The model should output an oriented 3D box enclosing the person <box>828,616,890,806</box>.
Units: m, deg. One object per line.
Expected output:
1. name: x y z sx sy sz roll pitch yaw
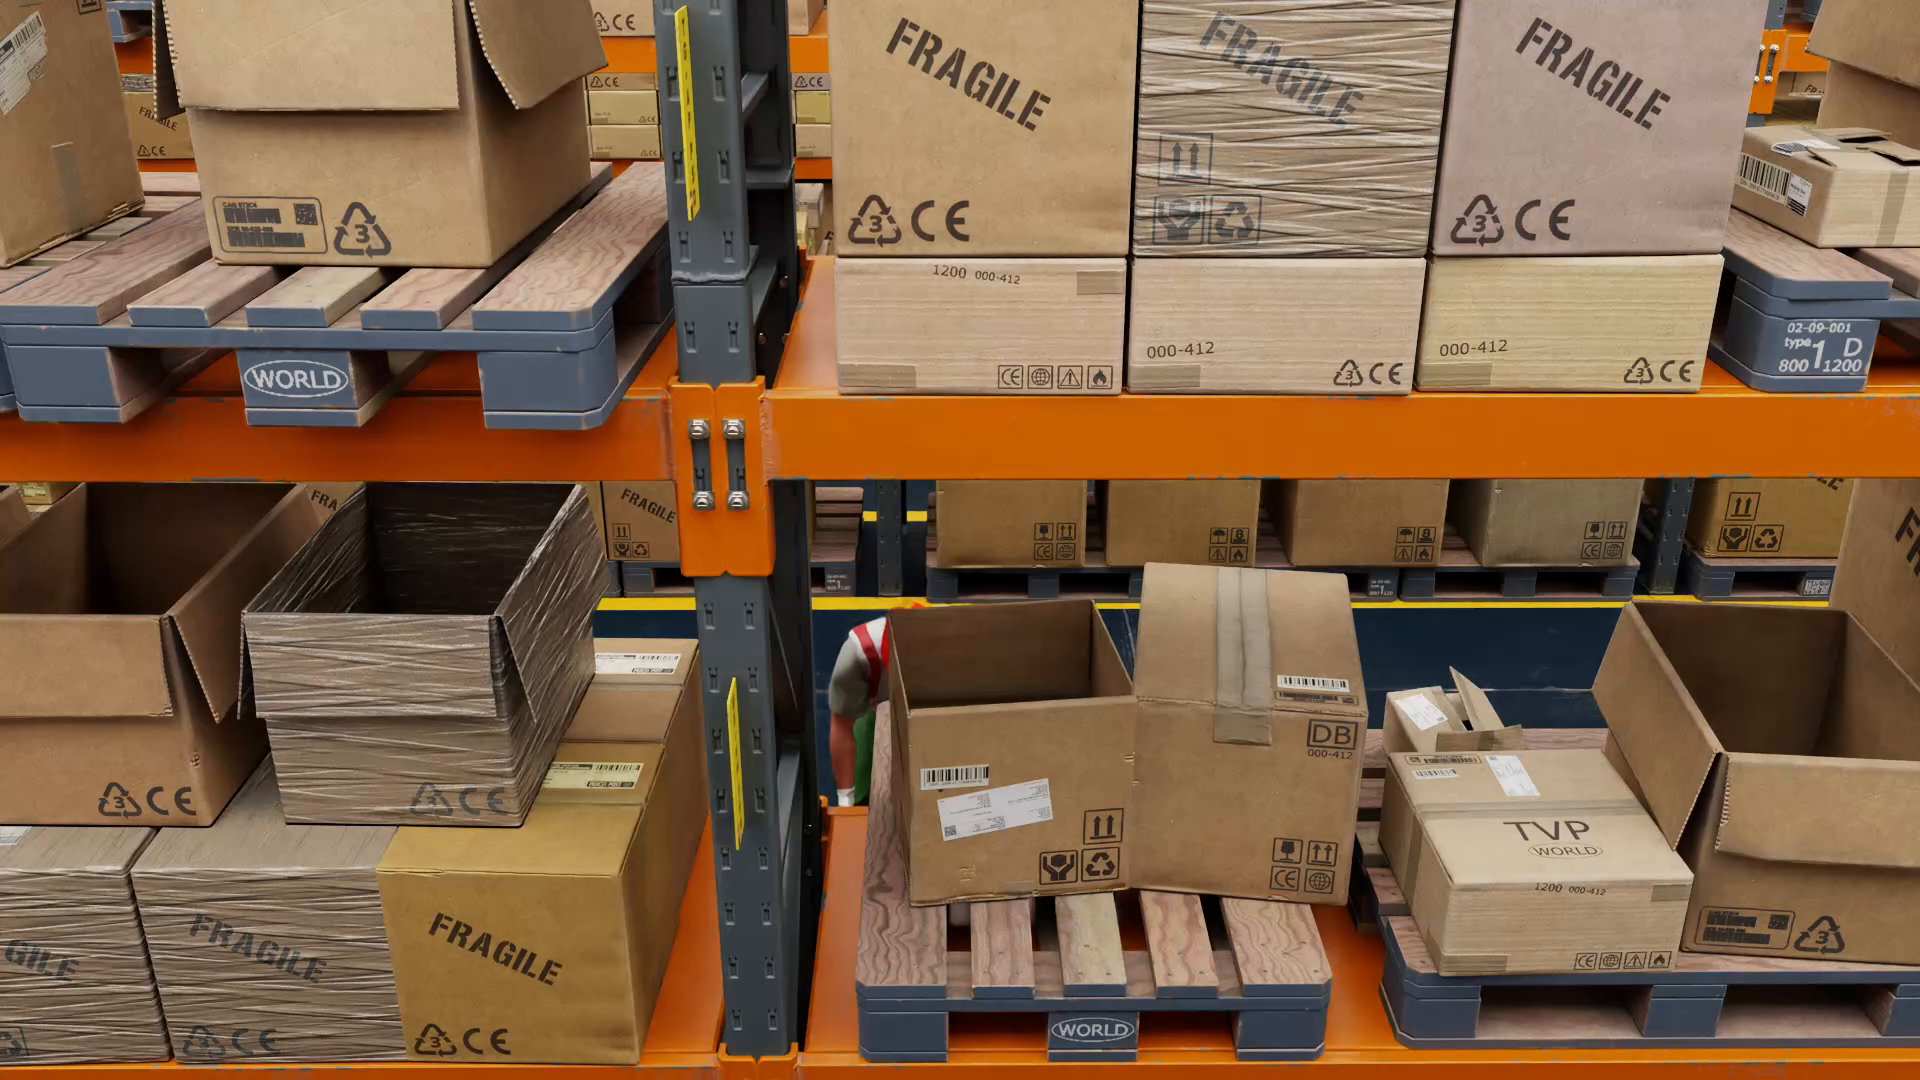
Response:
1. person: -0.175 0.725 6.047 0.585 1.295 0.816 0 24 0
